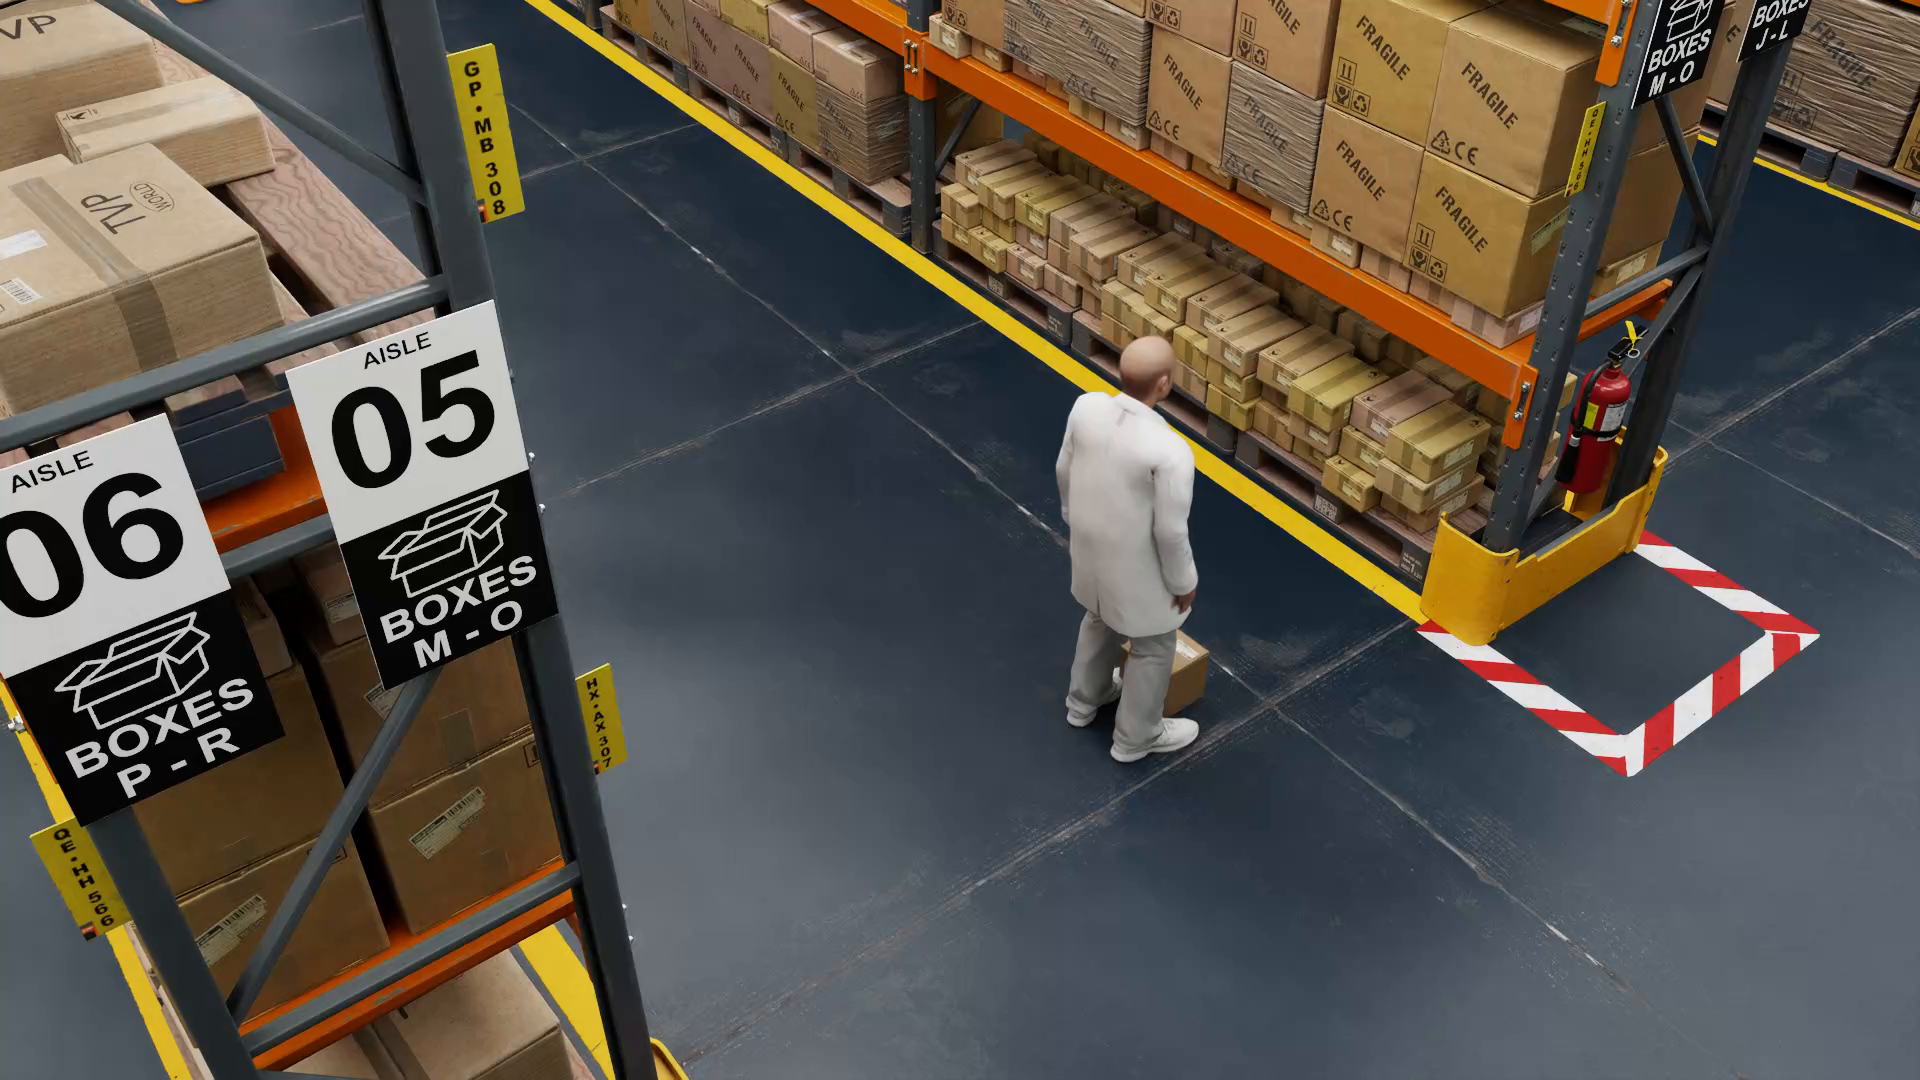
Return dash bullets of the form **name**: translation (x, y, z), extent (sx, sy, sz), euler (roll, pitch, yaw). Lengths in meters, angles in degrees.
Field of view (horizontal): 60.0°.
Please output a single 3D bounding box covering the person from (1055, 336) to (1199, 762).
- **person**: translation (1.483, -5.376, 12.629), extent (12.752, 1.772, 12.393), euler (-29, 48, -30)
